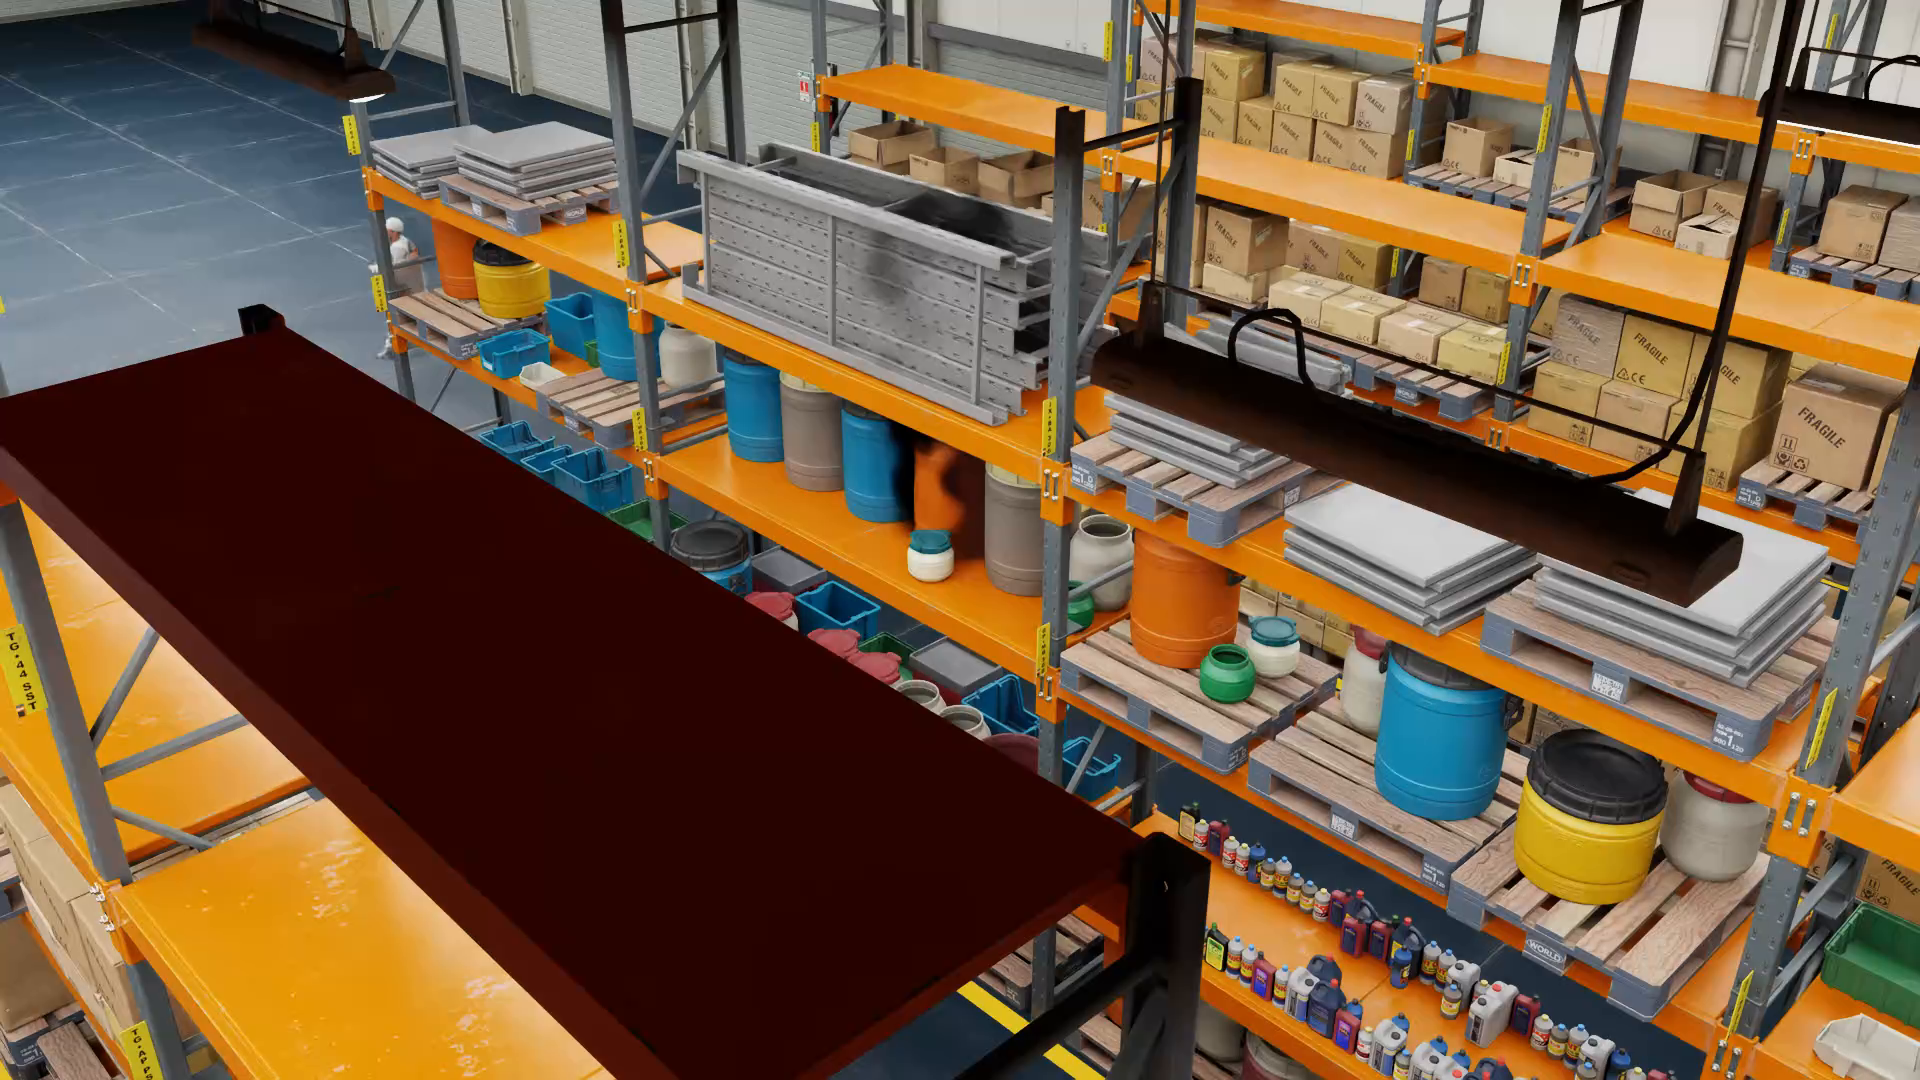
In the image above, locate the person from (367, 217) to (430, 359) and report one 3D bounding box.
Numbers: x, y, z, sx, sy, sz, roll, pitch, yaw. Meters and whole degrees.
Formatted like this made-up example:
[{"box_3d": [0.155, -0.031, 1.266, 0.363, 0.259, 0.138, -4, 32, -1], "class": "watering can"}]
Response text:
[{"box_3d": [-6.966, -3.153, 20.787, 0.905, 1.803, 0.663, -11, 30, -20], "class": "person"}]
